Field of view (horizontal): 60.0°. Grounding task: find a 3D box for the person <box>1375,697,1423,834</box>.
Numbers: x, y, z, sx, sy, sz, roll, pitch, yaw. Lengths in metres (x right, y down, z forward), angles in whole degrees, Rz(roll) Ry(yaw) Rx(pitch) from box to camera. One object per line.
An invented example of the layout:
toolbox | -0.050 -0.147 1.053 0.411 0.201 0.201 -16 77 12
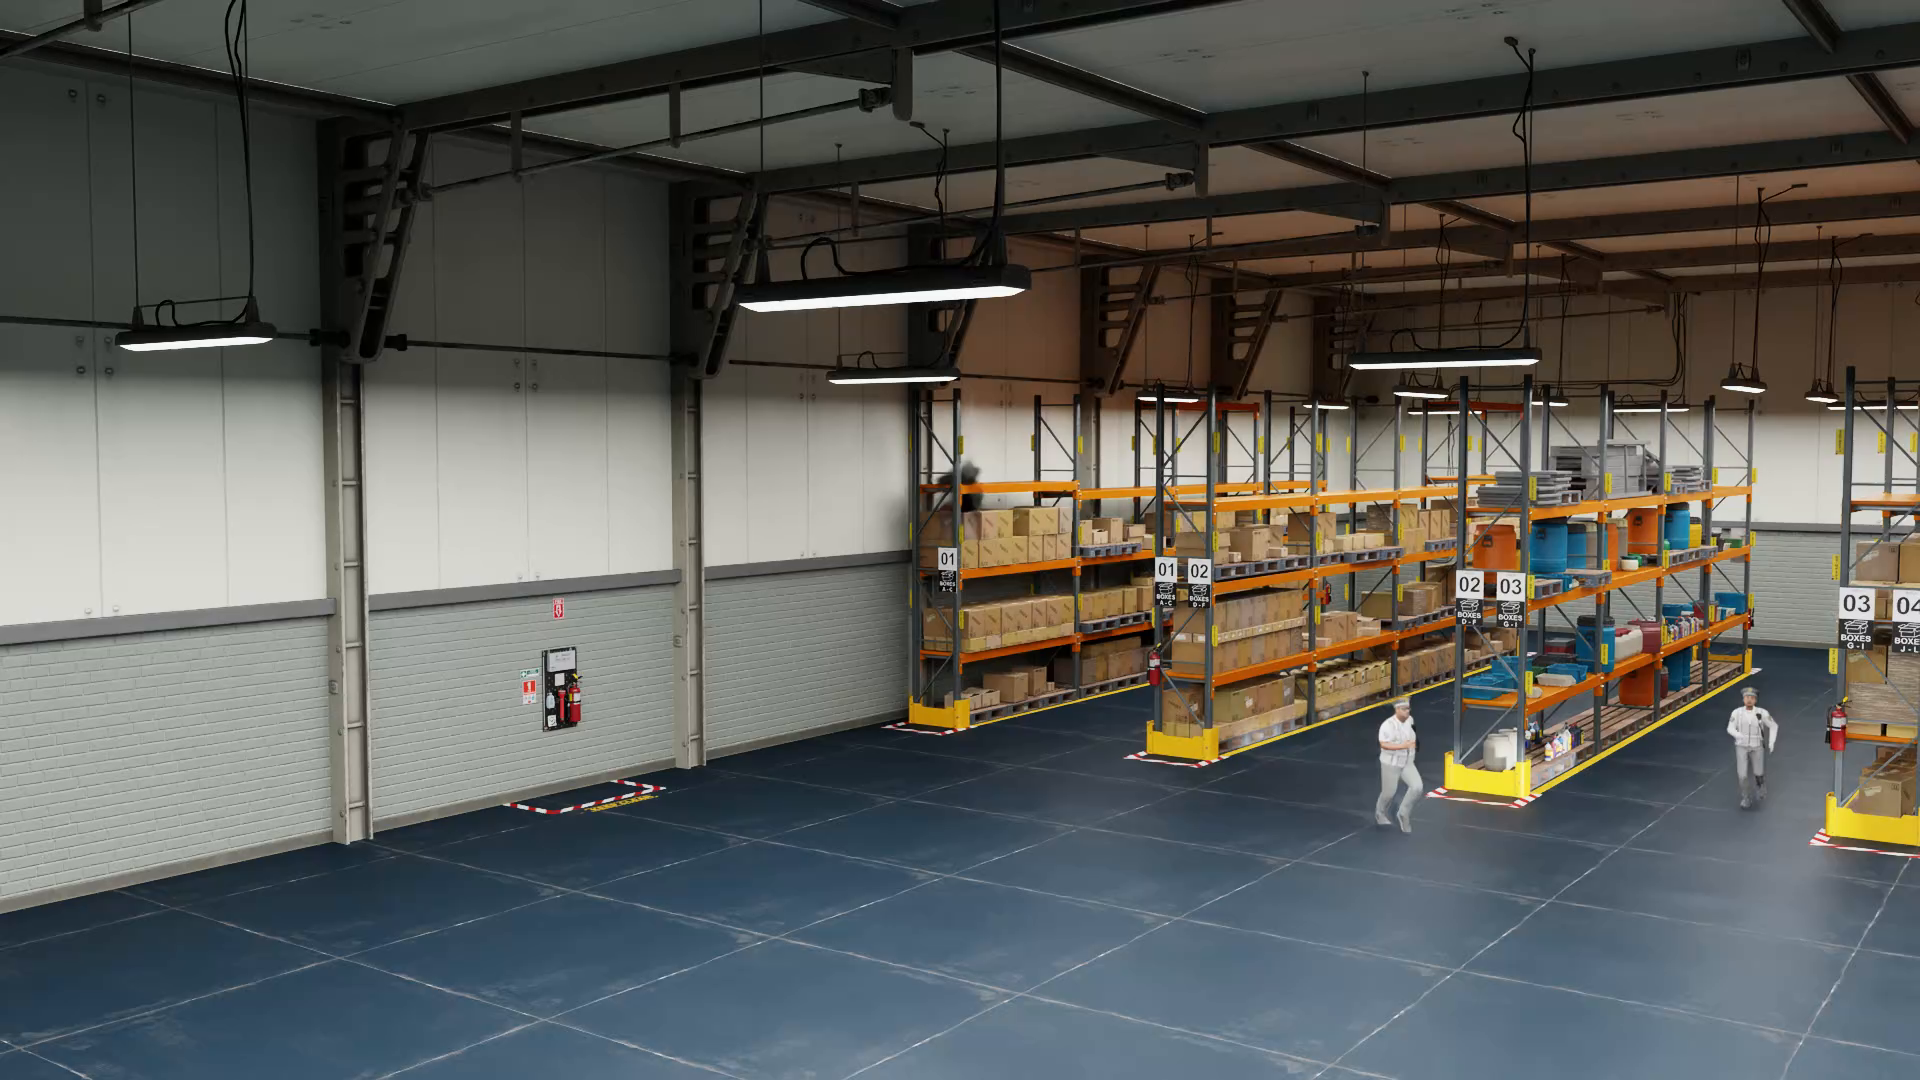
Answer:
person | 5.673 2.900 21.520 0.690 1.796 0.845 -2 4 -25

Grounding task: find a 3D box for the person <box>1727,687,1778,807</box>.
person | 10.944 2.874 22.995 0.623 1.665 0.540 2 4 28
